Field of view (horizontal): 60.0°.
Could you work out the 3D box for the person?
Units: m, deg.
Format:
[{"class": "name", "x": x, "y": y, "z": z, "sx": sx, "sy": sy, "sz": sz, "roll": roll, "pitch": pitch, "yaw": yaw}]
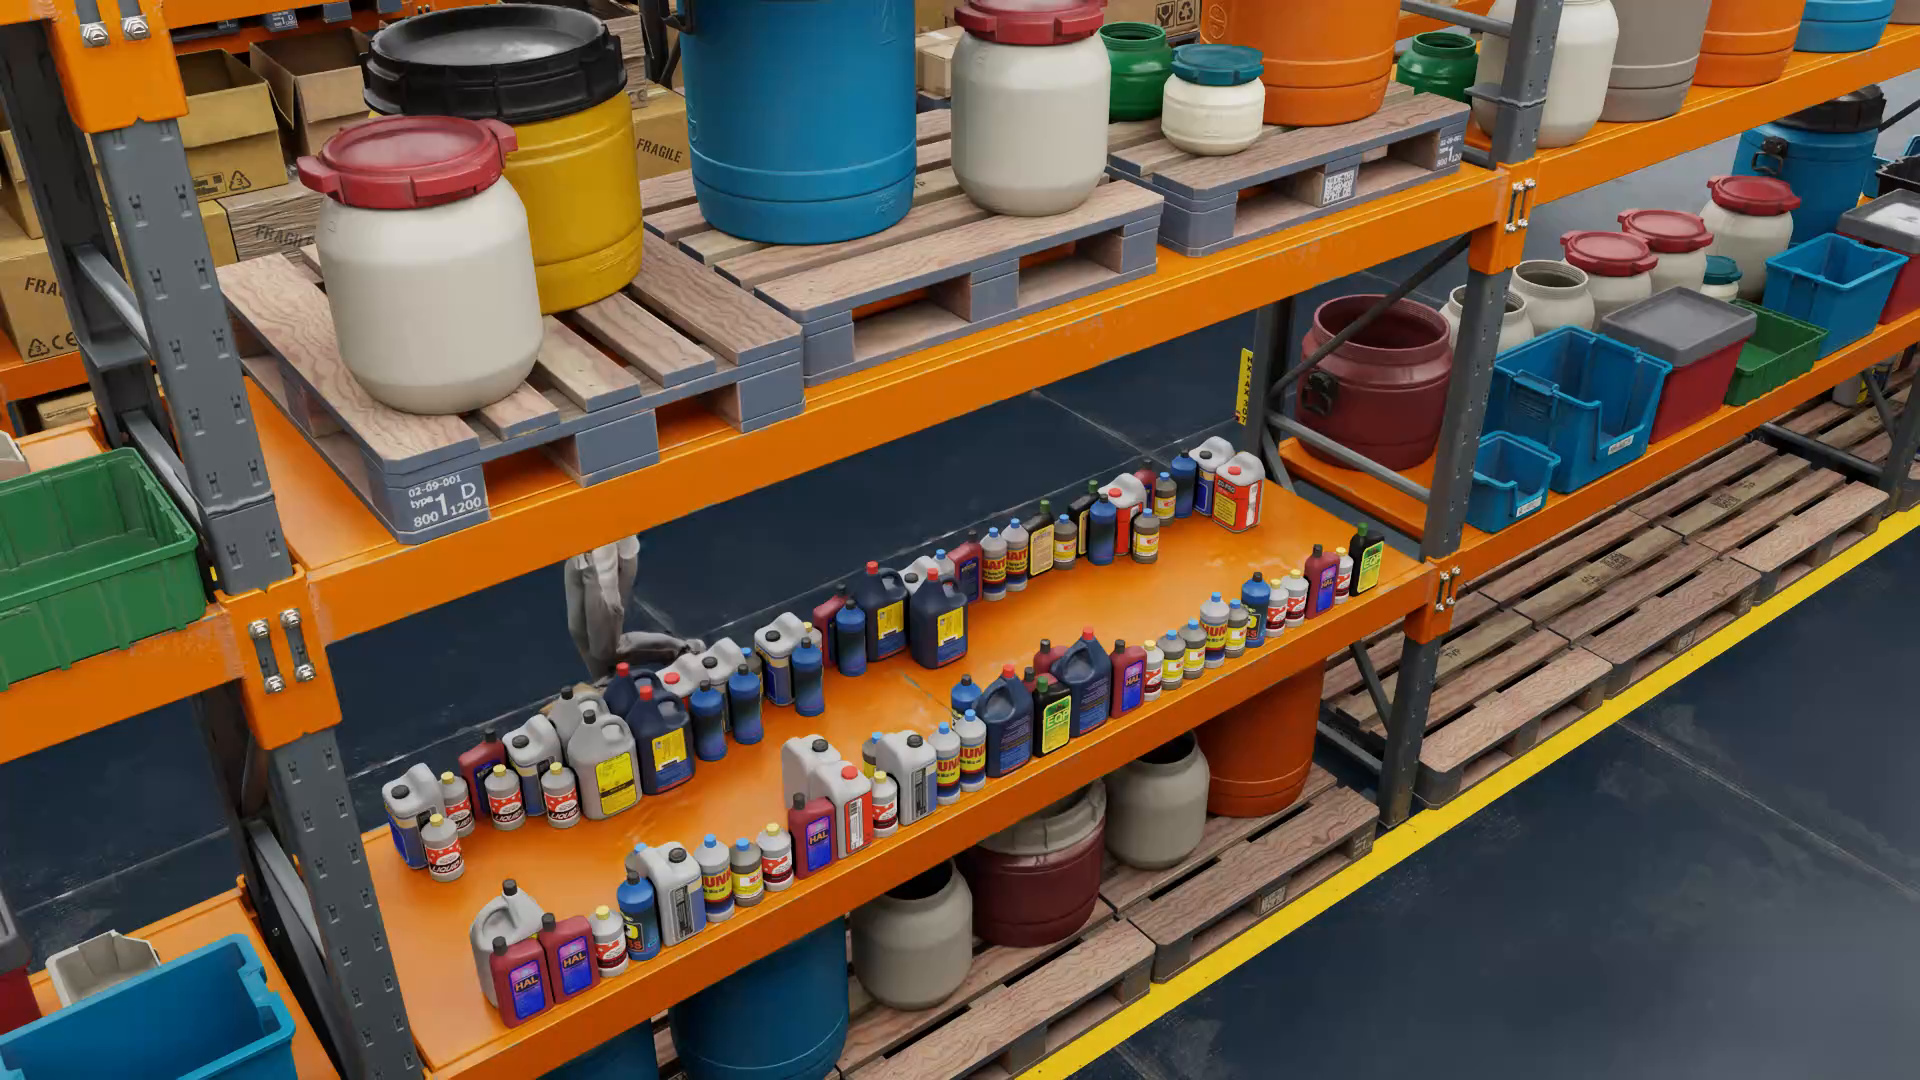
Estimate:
[{"class": "person", "x": -1.452, "y": 0.054, "z": 7.000, "sx": 0.599, "sy": 1.666, "sz": 0.500, "roll": -17, "pitch": 36, "yaw": -24}]
